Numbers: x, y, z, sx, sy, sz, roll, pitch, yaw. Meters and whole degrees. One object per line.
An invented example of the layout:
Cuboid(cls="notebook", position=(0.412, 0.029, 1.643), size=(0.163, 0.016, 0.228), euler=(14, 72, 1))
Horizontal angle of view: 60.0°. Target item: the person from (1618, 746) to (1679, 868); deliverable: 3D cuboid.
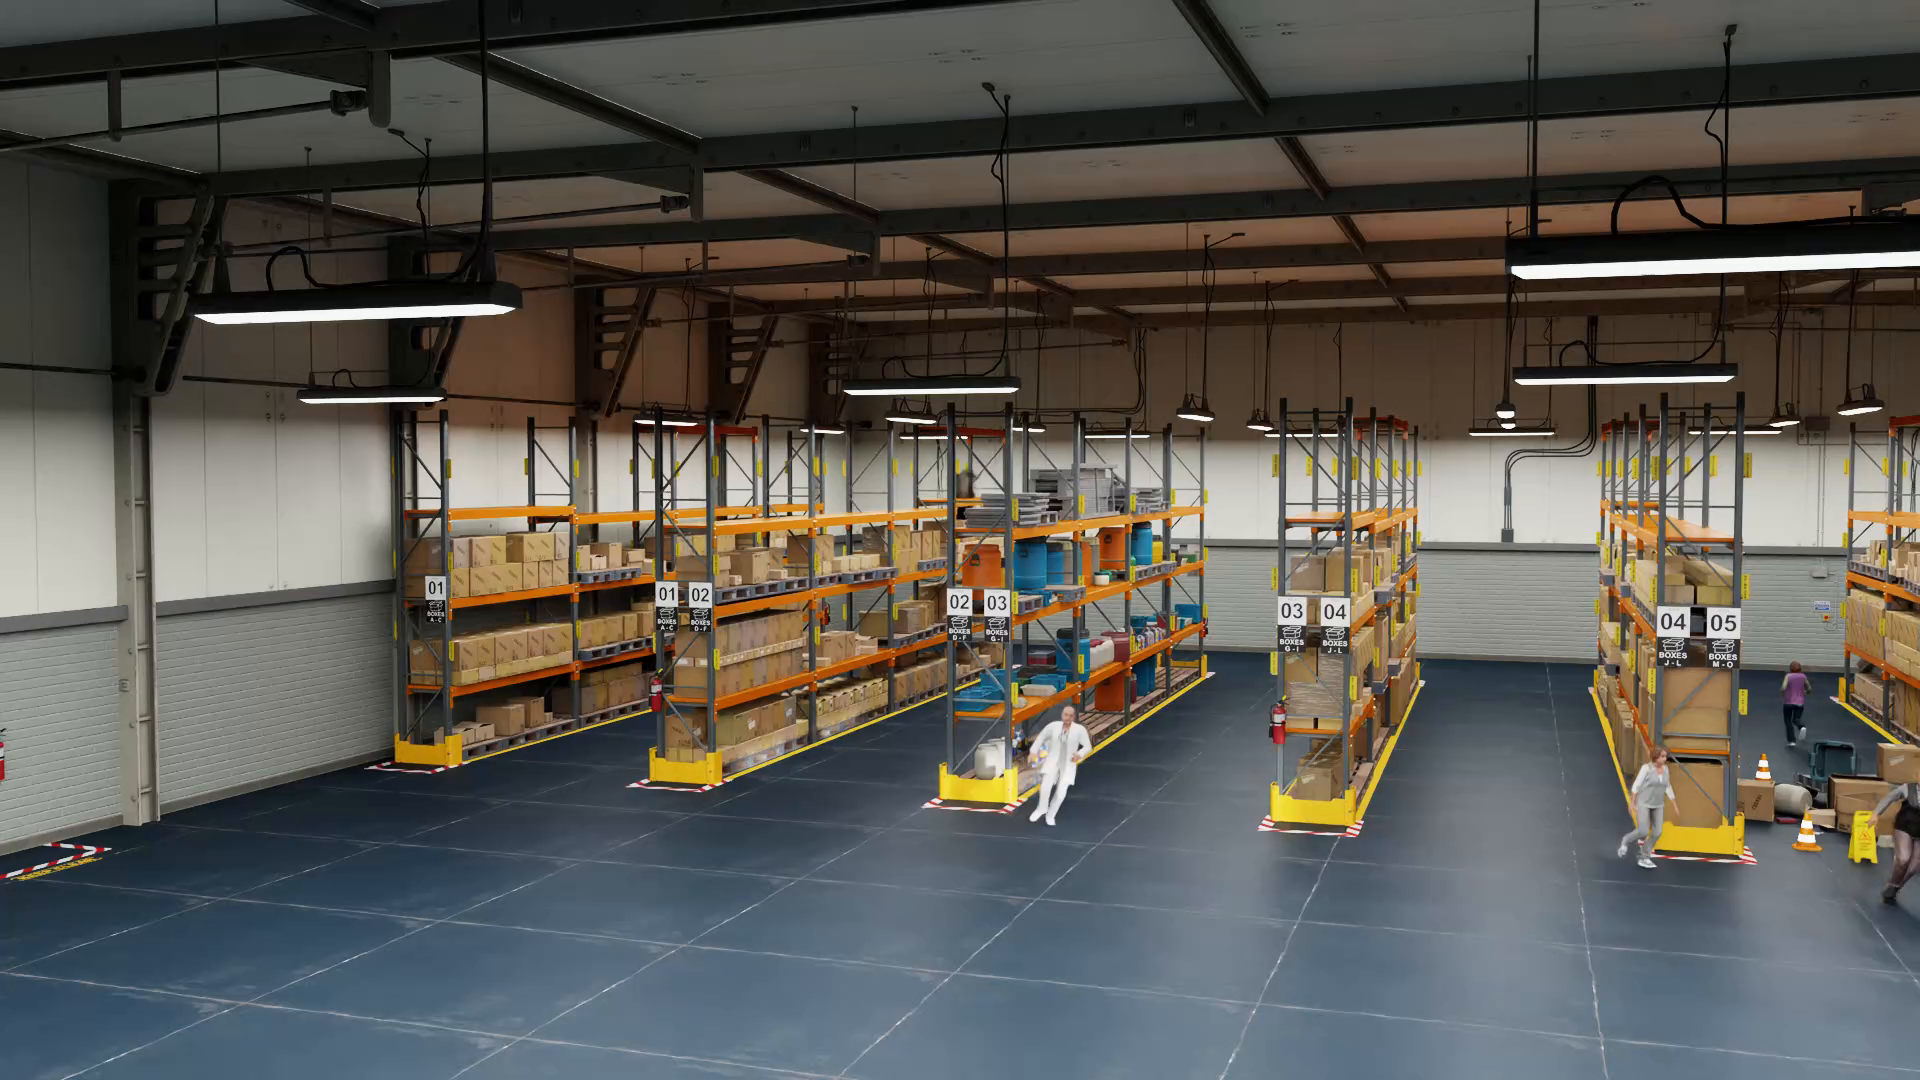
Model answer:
Cuboid(cls="person", position=(8.634, 3.330, 20.890), size=(0.537, 1.543, 0.599), euler=(-1, 3, -16))

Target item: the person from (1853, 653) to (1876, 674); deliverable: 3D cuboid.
Cuboid(cls="person", position=(19.941, 2.597, 36.382), size=(0.752, 1.714, 0.702), euler=(1, 3, 21))

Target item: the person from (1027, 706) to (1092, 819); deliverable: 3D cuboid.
Cuboid(cls="person", position=(1.404, 3.143, 23.338), size=(0.881, 1.624, 0.718), euler=(0, 2, -1))

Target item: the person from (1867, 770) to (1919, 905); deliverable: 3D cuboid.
Cuboid(cls="person", position=(10.897, 3.384, 18.978), size=(0.812, 1.632, 0.695), euler=(1, 2, 12))

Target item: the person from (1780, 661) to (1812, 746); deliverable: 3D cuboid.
Cuboid(cls="person", position=(14.989, 2.950, 29.840), size=(0.545, 1.570, 0.632), euler=(0, 2, 8))
